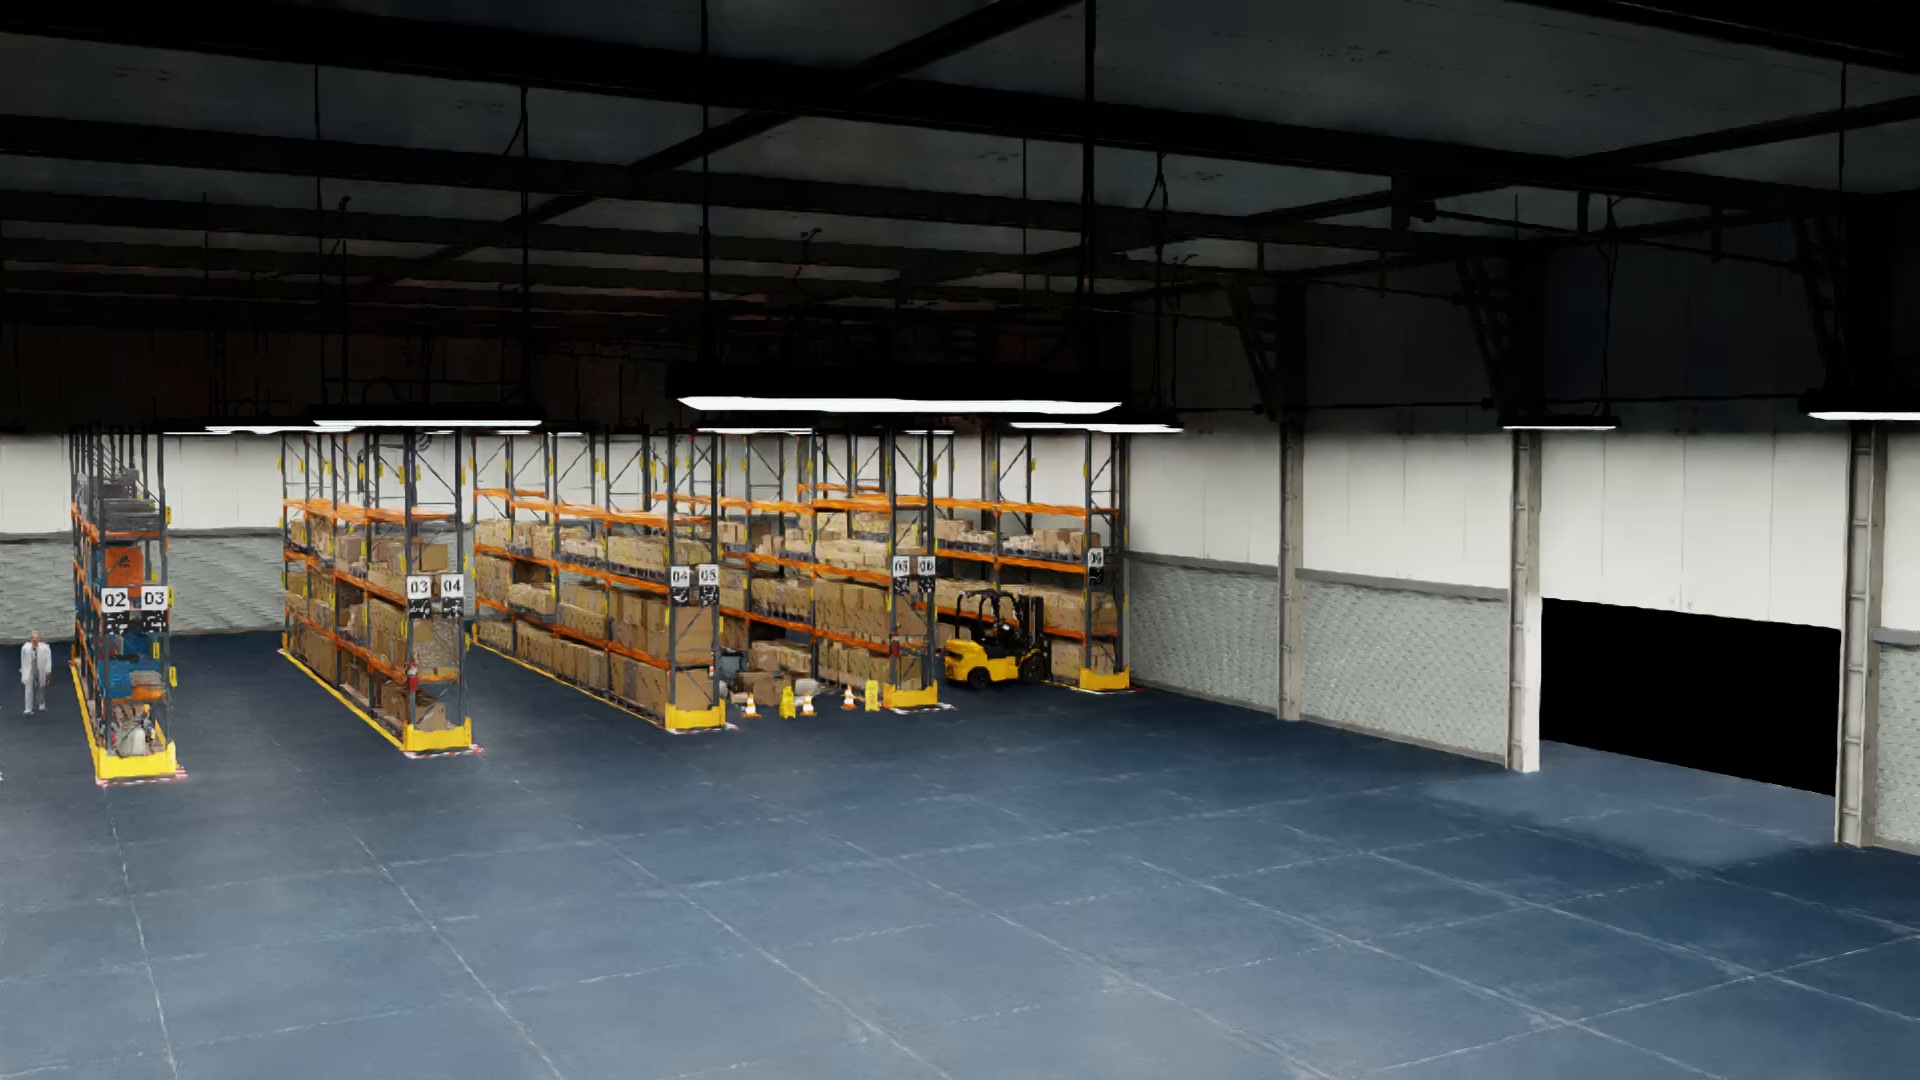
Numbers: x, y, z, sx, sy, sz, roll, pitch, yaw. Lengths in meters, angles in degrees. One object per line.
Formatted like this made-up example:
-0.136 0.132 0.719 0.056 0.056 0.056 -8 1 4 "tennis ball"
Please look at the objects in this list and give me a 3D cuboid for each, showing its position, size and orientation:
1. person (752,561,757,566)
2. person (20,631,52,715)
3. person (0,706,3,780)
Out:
-6.842 1.495 55.379 0.474 1.600 0.915 -1 4 -13 "person"
-19.139 2.721 34.440 0.587 1.695 1.184 -2 4 -27 "person"
-16.165 3.159 27.719 0.537 1.677 0.416 2 4 30 "person"
